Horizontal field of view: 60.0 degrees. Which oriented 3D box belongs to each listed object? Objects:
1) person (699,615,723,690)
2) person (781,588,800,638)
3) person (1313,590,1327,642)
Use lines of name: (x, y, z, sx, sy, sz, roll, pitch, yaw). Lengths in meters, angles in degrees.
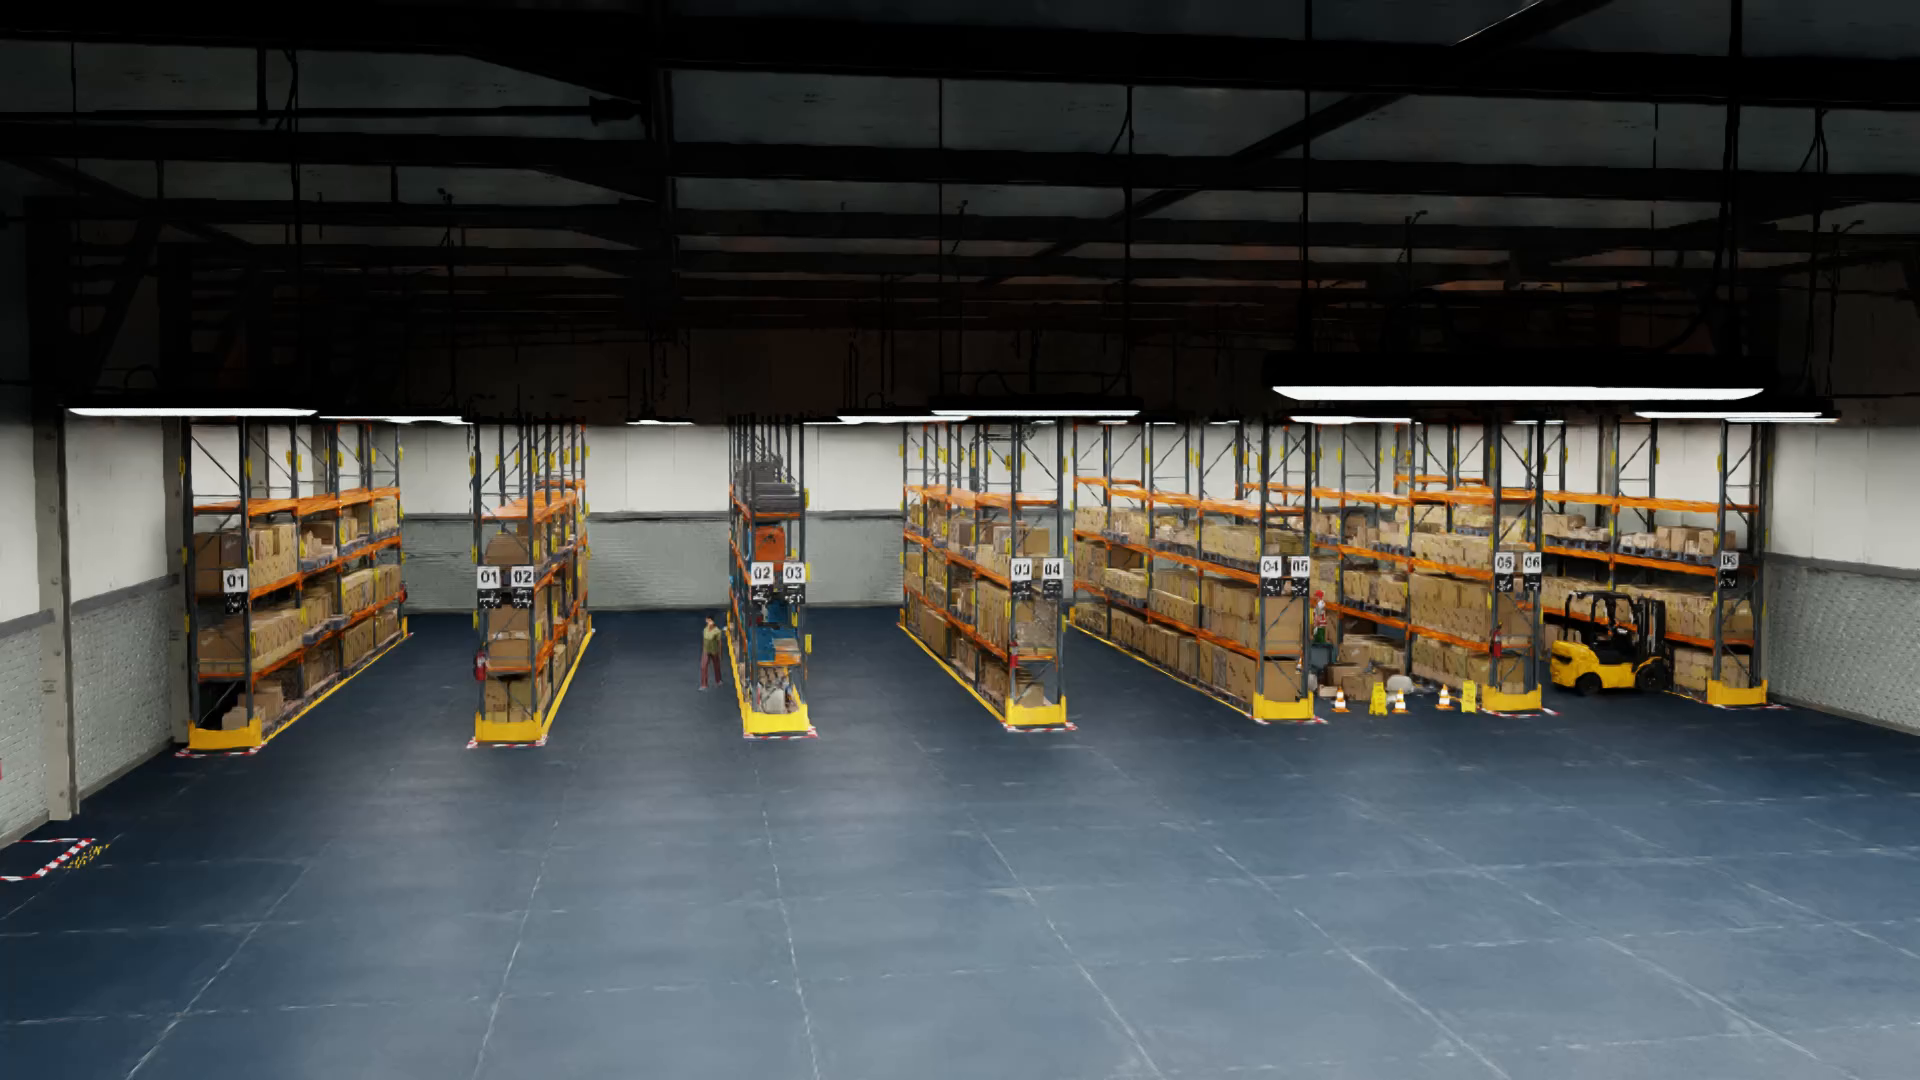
person: (-5.402, 2.440, 36.298, 0.464, 1.622, 0.926, 0, 4, 6)
person: (-4.645, 1.846, 45.253, 0.605, 1.612, 0.662, -1, 4, -17)
person: (8.621, 2.091, 40.098, 0.570, 1.786, 0.653, 1, 4, 14)
